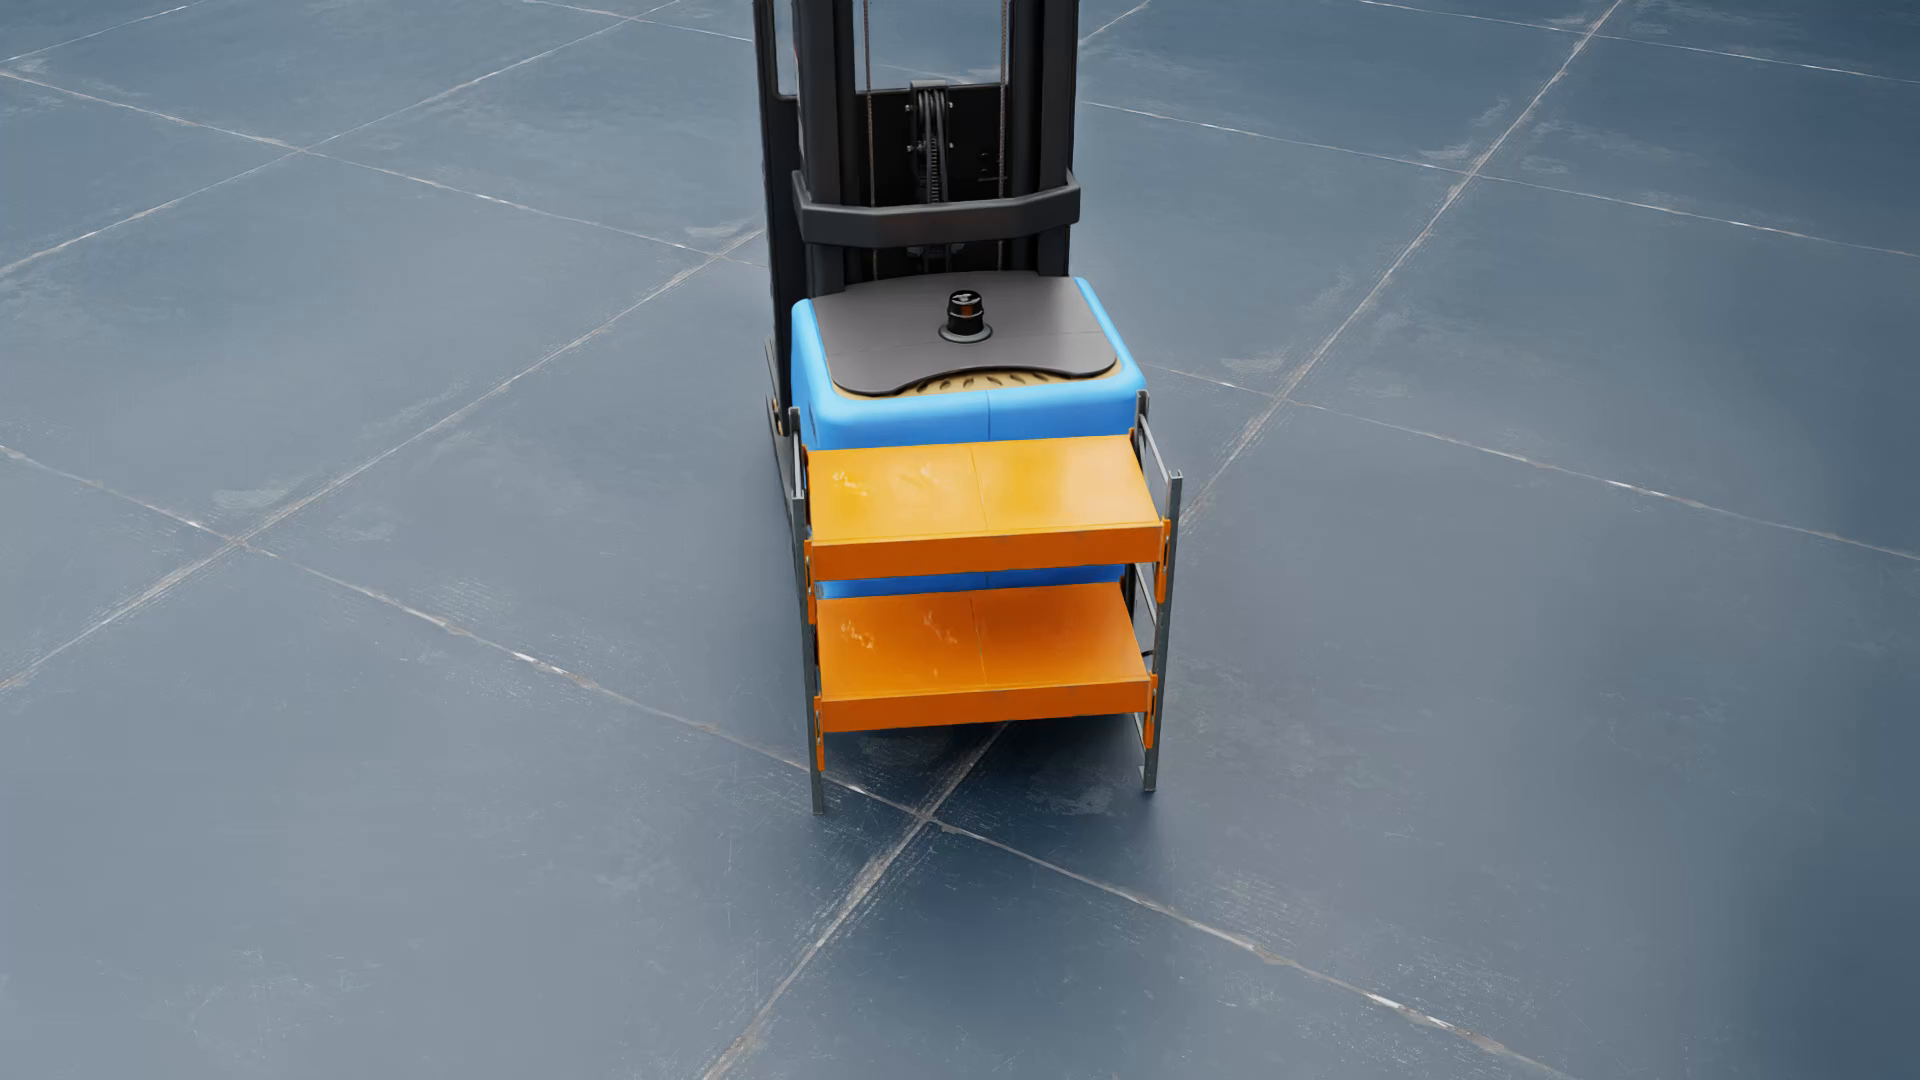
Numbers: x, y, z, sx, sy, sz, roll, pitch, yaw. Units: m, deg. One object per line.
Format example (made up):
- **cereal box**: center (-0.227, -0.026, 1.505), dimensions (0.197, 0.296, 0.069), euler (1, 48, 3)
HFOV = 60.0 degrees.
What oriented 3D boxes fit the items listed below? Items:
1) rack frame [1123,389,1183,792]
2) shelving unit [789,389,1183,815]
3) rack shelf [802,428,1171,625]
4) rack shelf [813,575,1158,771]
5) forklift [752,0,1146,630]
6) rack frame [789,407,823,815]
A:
- **rack frame**: center (0.559, 0.164, 4.988), dimensions (0.032, 1.125, 0.500), euler (-3, 34, -5)
- **shelving unit**: center (0.053, 0.193, 4.945), dimensions (1.048, 1.125, 0.538), euler (-3, 34, -5)
- **rack shelf**: center (0.053, -0.050, 4.783), dimensions (1.000, 0.278, 0.538), euler (-3, 34, -5)
- **rack shelf**: center (0.053, 0.397, 5.081), dimensions (1.000, 0.278, 0.538), euler (-3, 34, -5)
- **forklift**: center (-0.191, -1.564, 5.955), dimensions (1.130, 2.935, 3.031), euler (-6, 34, -9)
- **rack frame**: center (-0.453, 0.222, 4.902), dimensions (0.032, 1.125, 0.500), euler (-3, 34, -5)
